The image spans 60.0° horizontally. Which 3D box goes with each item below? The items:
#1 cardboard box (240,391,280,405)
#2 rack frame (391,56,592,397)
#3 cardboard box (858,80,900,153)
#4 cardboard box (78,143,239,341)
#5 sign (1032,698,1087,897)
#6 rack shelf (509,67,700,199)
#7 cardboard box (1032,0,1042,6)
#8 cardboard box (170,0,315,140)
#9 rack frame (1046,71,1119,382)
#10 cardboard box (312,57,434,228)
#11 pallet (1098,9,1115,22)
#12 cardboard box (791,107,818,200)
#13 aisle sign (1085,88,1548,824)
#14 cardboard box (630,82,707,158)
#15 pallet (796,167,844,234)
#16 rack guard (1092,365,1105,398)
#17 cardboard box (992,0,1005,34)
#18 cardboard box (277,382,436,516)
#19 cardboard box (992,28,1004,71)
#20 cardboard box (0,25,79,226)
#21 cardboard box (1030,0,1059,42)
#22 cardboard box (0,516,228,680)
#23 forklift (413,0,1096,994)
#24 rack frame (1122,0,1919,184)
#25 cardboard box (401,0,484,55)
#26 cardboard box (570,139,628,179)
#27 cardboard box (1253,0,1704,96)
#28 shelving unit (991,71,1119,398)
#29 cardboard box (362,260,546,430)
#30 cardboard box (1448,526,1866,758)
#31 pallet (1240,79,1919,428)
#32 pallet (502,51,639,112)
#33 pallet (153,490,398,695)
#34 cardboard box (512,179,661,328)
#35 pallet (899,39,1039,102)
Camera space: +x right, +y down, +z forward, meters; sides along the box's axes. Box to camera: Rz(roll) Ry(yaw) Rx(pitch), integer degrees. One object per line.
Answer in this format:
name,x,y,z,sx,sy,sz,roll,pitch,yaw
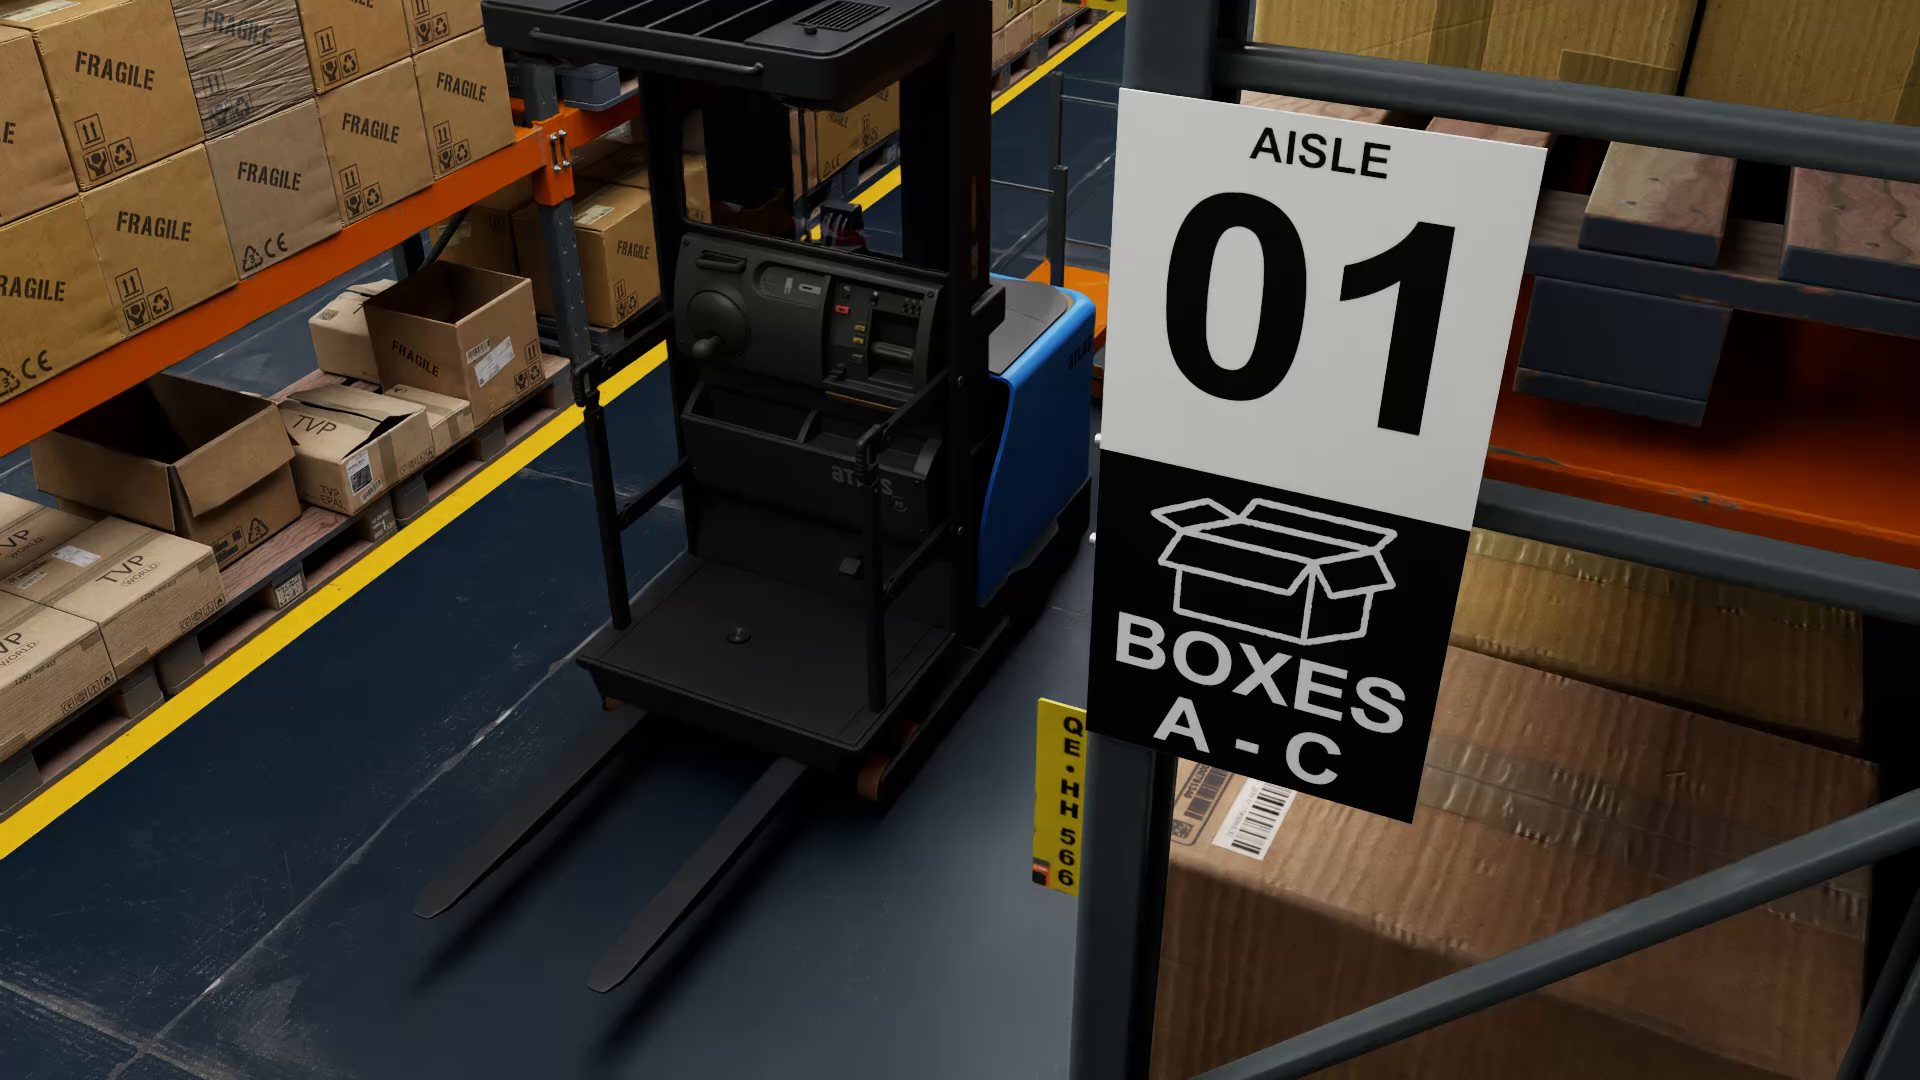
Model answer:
cardboard box,-2.919,-0.468,6.911,0.380,0.166,0.250,14,36,20
rack frame,-2.194,-2.062,7.158,1.000,3.000,0.127,14,36,20
cardboard box,-0.698,-2.673,9.969,0.500,0.500,0.500,16,36,22
cardboard box,-2.808,-1.028,5.491,0.500,0.500,0.500,15,36,21
sign,0.147,0.351,2.208,0.100,0.325,0.005,14,36,20
rack shelf,-1.357,-2.757,8.875,1.077,0.370,4.000,14,36,20
cardboard box,0.393,-4.025,11.765,0.500,0.311,0.500,13,35,19
cardboard box,-2.593,-1.704,5.609,0.500,0.500,0.500,14,36,21
rack frame,0.617,-1.292,7.353,0.500,1.500,0.032,15,36,22
cardboard box,-2.384,-1.538,6.270,0.500,0.500,0.500,15,36,22
pallet,0.880,-4.504,13.426,1.003,0.211,1.213,14,36,20
cardboard box,-1.129,-2.152,9.175,0.500,0.500,0.500,13,35,19
aisle sign,0.331,-0.055,1.727,0.394,0.787,0.004,14,36,20
cardboard box,-1.352,-2.197,8.559,0.500,0.250,0.500,14,36,21
pallet,-1.379,-1.919,9.484,1.003,0.211,1.213,14,36,20
rack guard,0.609,-0.760,7.681,0.587,0.250,0.087,15,36,22
cardboard box,-0.034,-3.507,10.977,0.500,0.311,0.500,15,36,22
cardboard box,-2.488,-0.399,6.673,0.500,0.311,0.500,14,36,20
cardboard box,-0.034,-3.273,11.131,0.500,0.250,0.500,14,36,20
cardboard box,-3.017,-1.200,4.841,0.500,0.500,0.500,15,36,21
cardboard box,0.387,-3.784,11.910,0.500,0.250,0.500,13,36,19
cardboard box,-2.964,0.193,5.827,0.500,0.250,0.500,14,36,20
forklift,-0.586,-0.642,5.056,1.130,2.935,3.031,15,36,22
rack frame,0.634,-1.444,0.745,1.000,3.000,0.127,14,36,20
cardboard box,-2.170,-2.210,6.382,0.500,0.500,0.500,14,36,21
cardboard box,-2.033,-1.756,8.571,0.500,0.500,0.500,14,36,21
cardboard box,0.699,-0.770,2.115,0.500,0.250,0.500,15,36,22
shelving unit,0.388,-1.038,6.965,0.587,1.500,1.083,15,36,22
cardboard box,-2.175,-0.851,7.191,0.500,0.500,0.500,14,36,20
cardboard box,1.132,0.319,3.255,0.980,0.700,0.700,14,36,20
pallet,0.934,-0.524,2.159,1.003,0.211,1.213,14,36,20
pallet,-1.760,-2.354,7.780,1.003,0.211,1.213,14,36,20
pallet,-2.991,0.056,6.472,1.003,0.211,1.213,14,36,20
cardboard box,-1.770,-1.385,8.005,0.500,0.500,0.500,13,35,18
pallet,-0.140,-3.289,11.573,1.003,0.211,1.213,14,36,20
